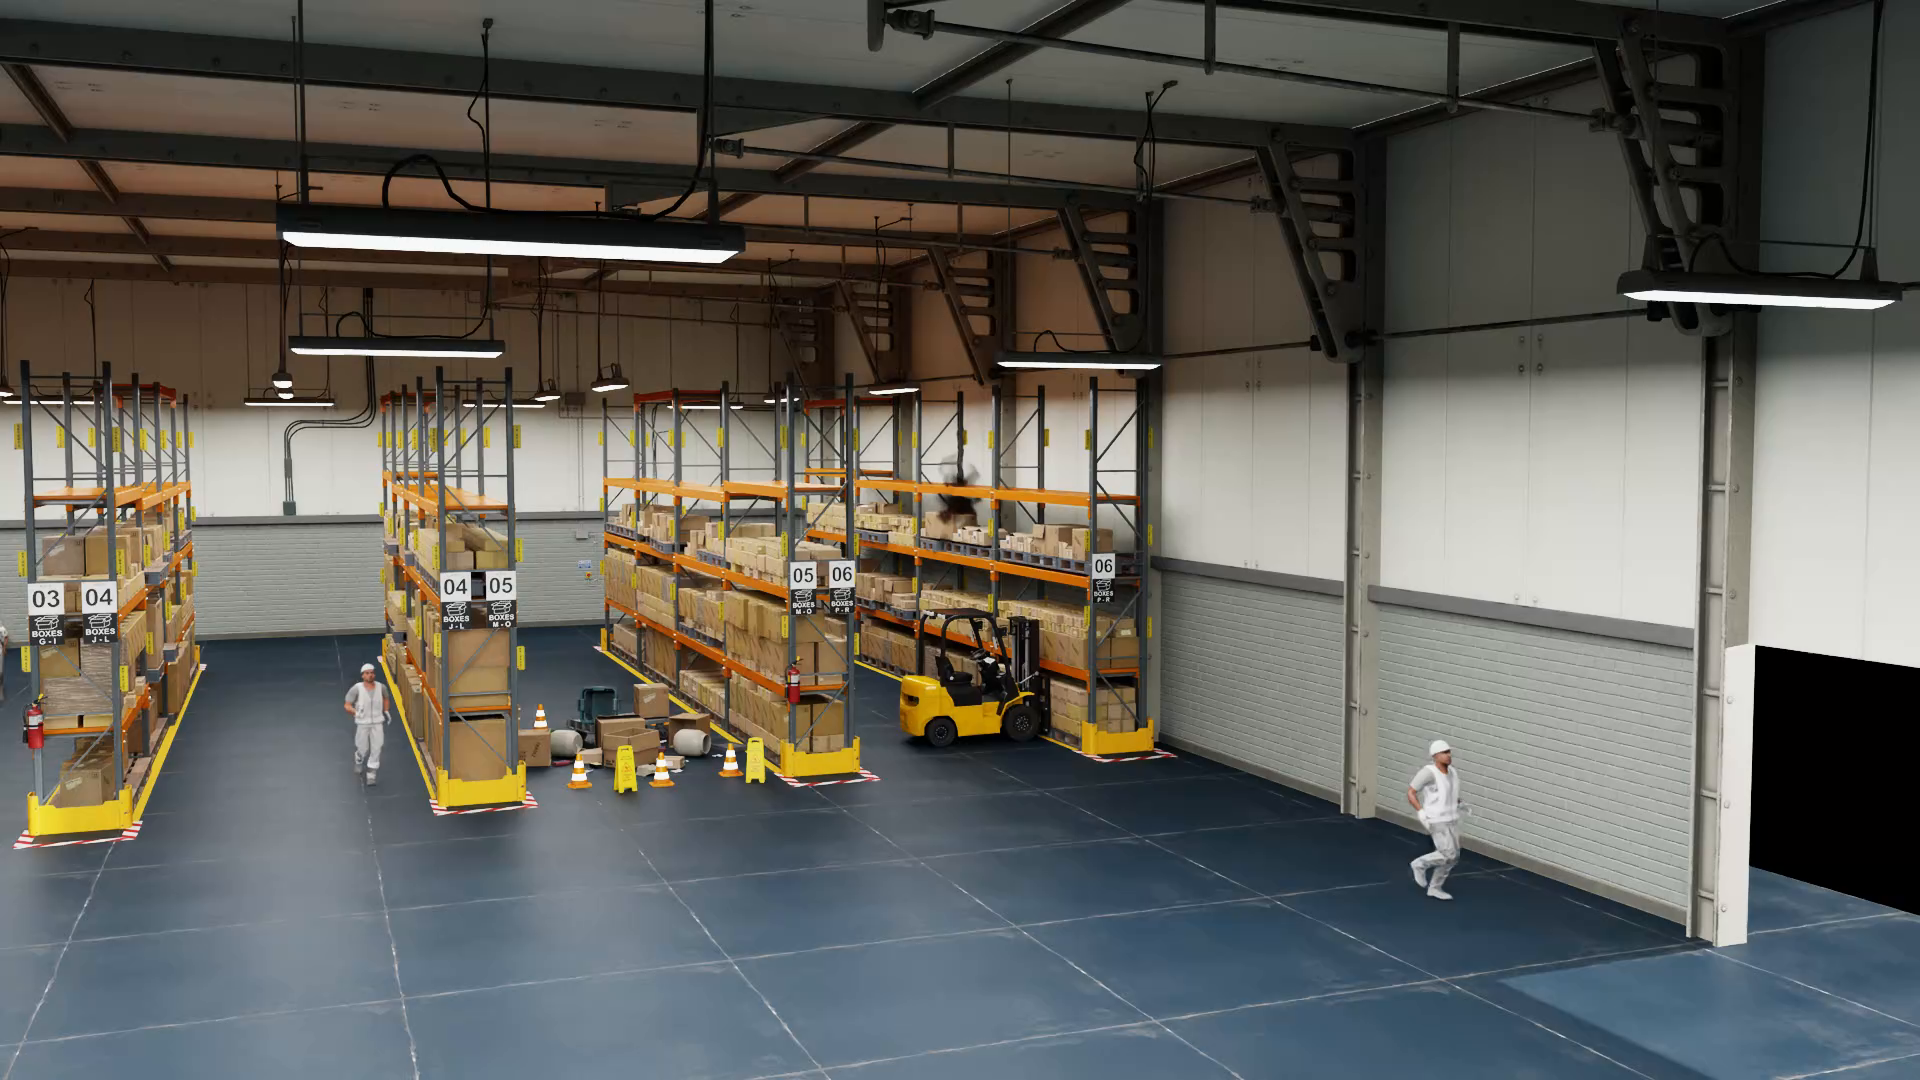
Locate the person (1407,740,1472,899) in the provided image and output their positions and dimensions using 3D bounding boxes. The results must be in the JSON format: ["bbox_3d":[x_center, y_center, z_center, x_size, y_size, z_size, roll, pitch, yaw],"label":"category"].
[{"bbox_3d":[5.243,3.047,18.108,0.687,1.734,0.596,-3,4,-37],"label":"person"}]

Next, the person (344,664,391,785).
[{"bbox_3d":[-8.613,2.670,24.214,0.653,1.750,0.720,-2,4,-33],"label":"person"}]

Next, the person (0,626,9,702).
[{"bbox_3d":[-18.560,2.250,31.911,0.554,1.751,0.746,-2,4,-29],"label":"person"}]
